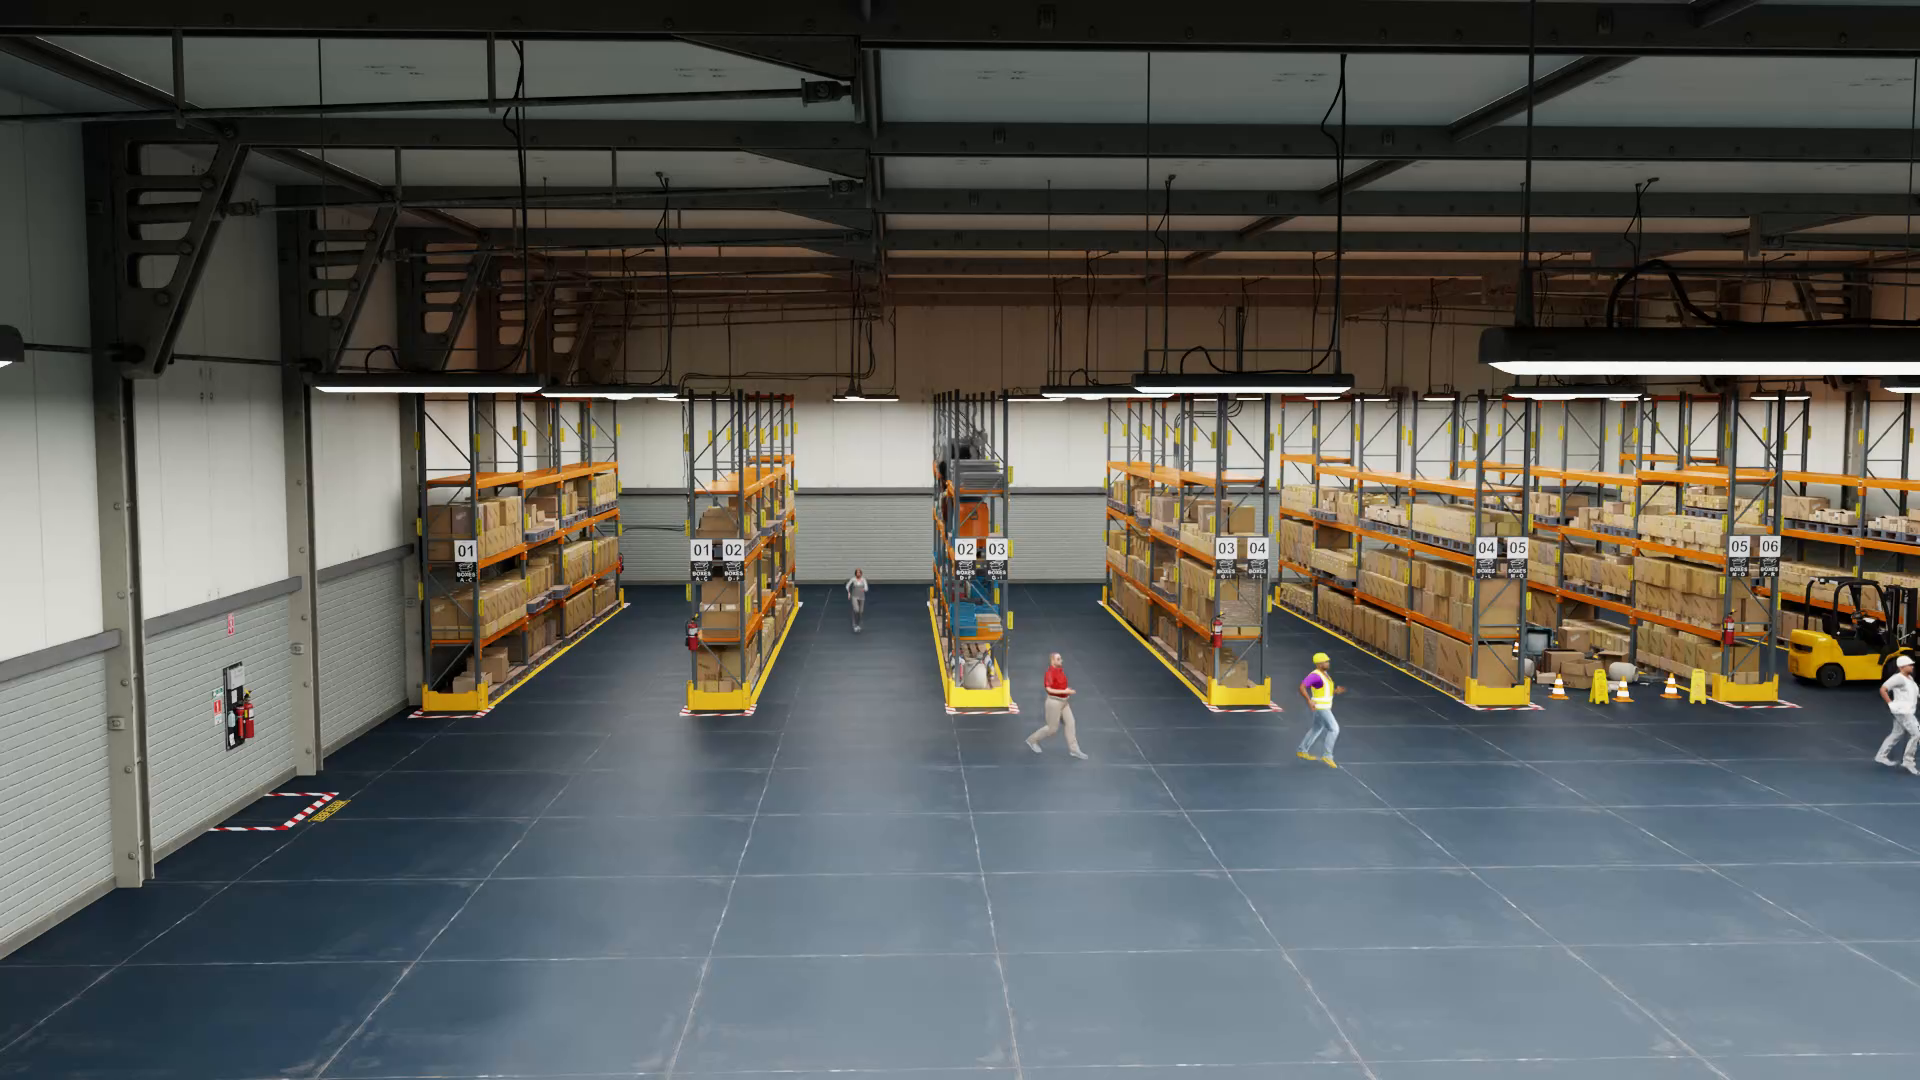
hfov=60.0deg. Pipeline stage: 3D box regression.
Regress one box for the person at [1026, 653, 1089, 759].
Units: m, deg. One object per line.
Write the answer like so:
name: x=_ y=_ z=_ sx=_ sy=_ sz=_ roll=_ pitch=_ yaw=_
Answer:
person: x=1.579 y=2.669 z=26.863 sx=1.032 sy=1.714 sz=0.675 roll=2 pitch=5 yaw=25

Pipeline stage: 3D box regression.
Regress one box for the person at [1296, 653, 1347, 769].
person: x=5.720 y=2.697 z=26.334 sx=0.770 sy=1.831 sz=0.672 roll=2 pitch=5 yaw=19

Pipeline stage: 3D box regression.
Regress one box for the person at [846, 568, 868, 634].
person: x=-2.561 y=1.523 z=41.725 sx=0.503 sy=1.639 sz=0.703 roll=-1 pitch=5 yaw=-17

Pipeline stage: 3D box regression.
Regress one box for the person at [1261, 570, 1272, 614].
person: x=7.910 y=1.301 z=43.703 sx=0.657 sy=1.722 sz=0.582 roll=-1 pitch=5 yaw=-15

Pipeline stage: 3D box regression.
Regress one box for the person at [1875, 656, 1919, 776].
person: x=14.693 y=2.724 z=25.880 sx=0.768 sy=1.842 sz=0.657 roll=3 pitch=6 yaw=37
